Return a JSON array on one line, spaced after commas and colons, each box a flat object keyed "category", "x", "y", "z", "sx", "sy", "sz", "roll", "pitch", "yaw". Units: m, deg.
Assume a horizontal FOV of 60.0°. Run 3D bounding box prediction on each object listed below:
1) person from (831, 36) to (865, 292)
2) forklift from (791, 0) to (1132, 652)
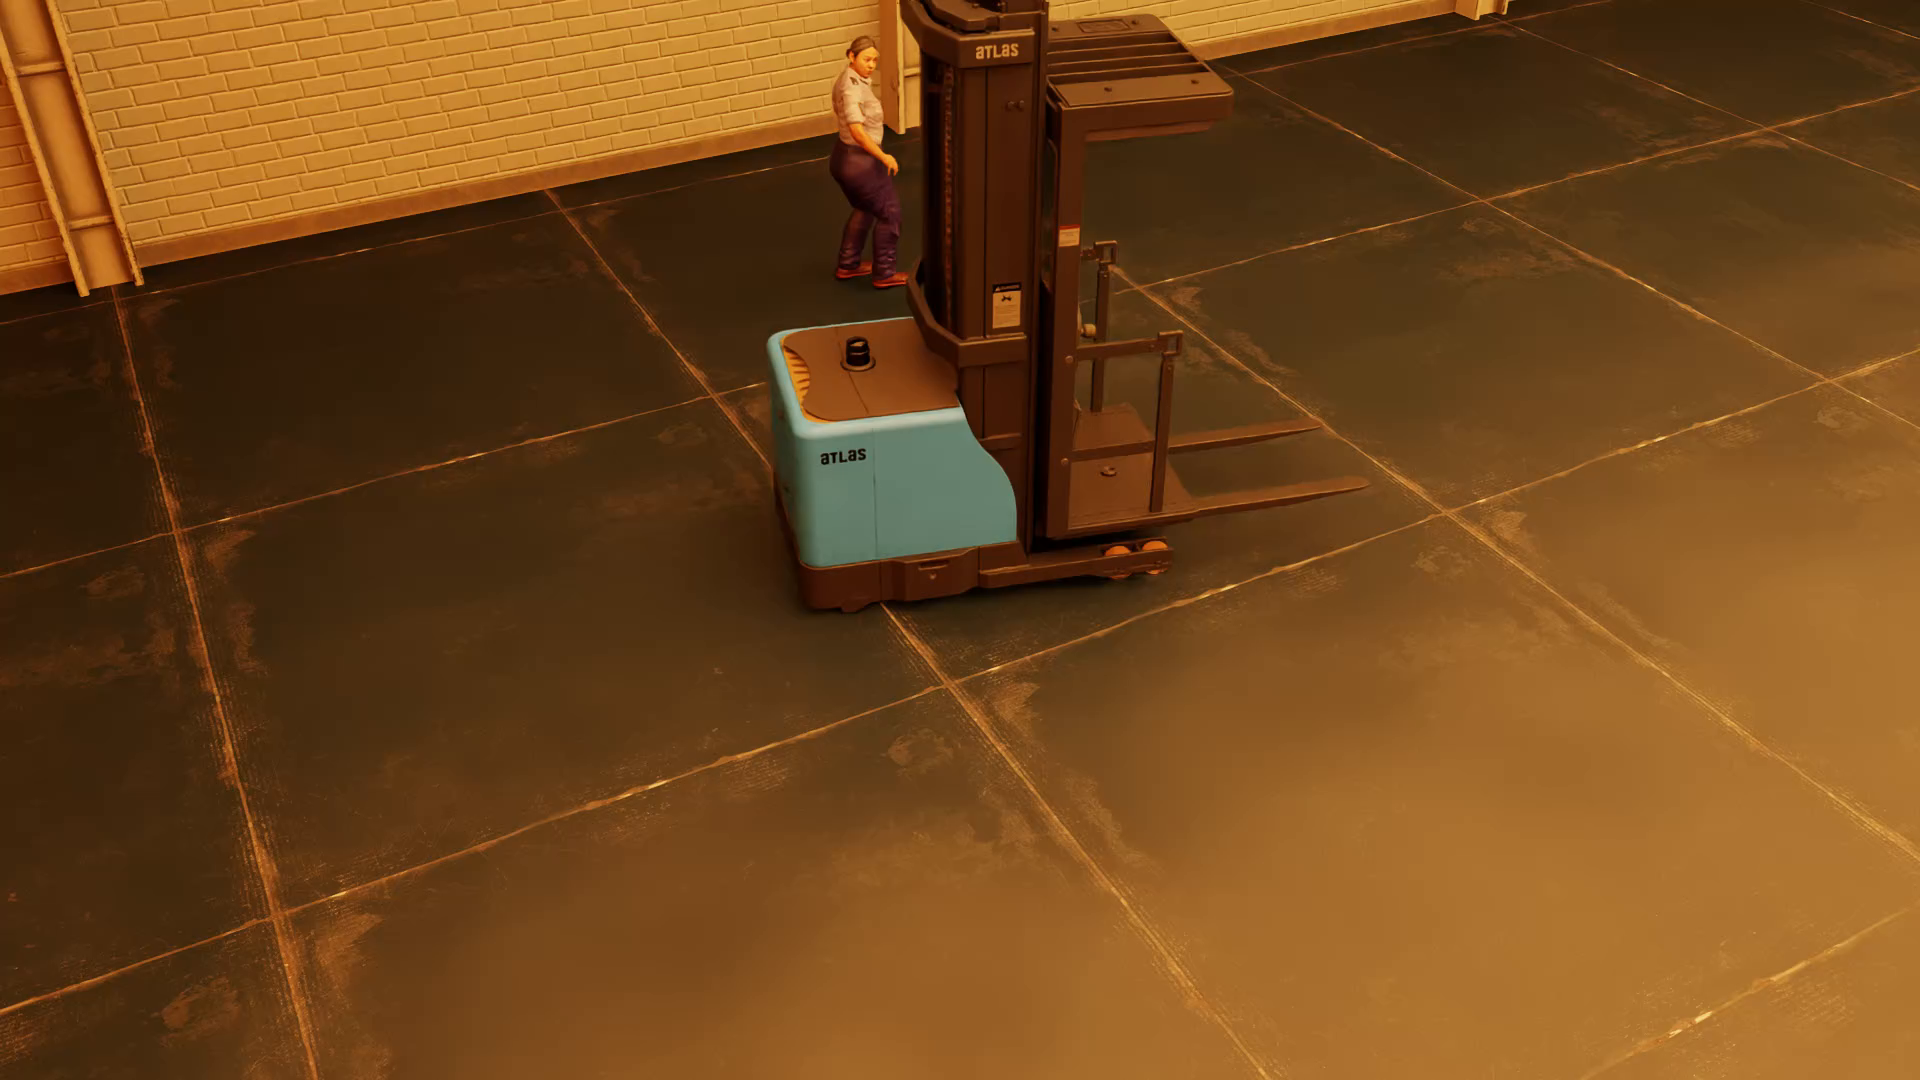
[{"category": "person", "x": -0.613, "y": -2.419, "z": 10.670, "sx": 0.417, "sy": 1.642, "sz": 0.507, "roll": 13, "pitch": 37, "yaw": 18}, {"category": "forklift", "x": 0.167, "y": -1.521, "z": 8.275, "sx": 1.130, "sy": 2.935, "sz": 3.031, "roll": 11, "pitch": 37, "yaw": 15}]
